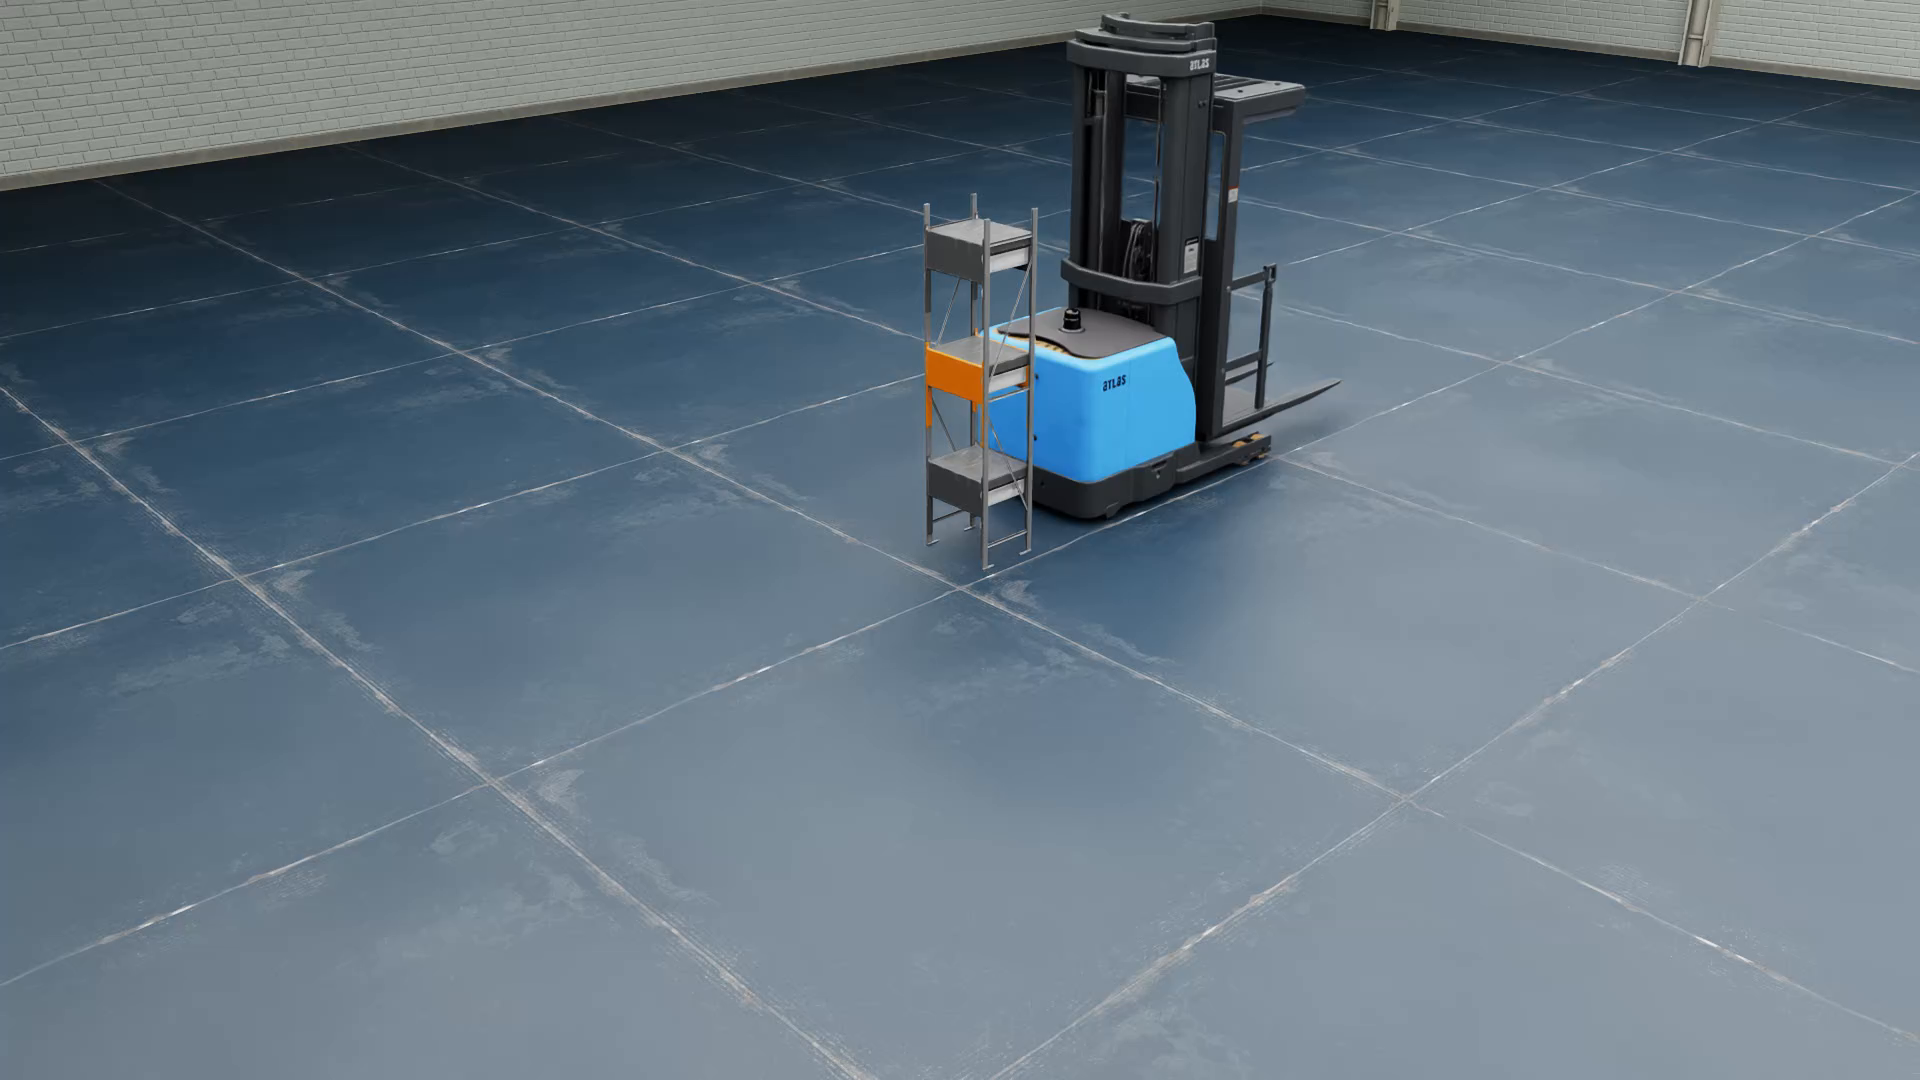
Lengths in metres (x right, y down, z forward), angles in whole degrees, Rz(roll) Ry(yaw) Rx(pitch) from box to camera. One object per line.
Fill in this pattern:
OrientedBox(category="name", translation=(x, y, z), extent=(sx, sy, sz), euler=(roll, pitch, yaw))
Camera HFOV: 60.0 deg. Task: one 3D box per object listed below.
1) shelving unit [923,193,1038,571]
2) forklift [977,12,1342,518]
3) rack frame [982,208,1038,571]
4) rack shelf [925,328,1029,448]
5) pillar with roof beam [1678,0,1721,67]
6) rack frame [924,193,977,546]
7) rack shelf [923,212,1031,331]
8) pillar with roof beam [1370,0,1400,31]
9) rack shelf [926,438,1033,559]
OrientedBox(category="shelving unit", translation=(0.113, -0.905, 9.704), extent=(0.431, 2.100, 0.503), euler=(-21, 32, -38))
OrientedBox(category="forklift", translation=(1.509, -1.977, 11.053), extent=(3.031, 2.935, 1.130), euler=(-22, 32, -39))
OrientedBox(category="rack frame", translation=(0.280, -0.831, 9.542), extent=(0.400, 2.100, 0.015), euler=(-21, 32, -38))
OrientedBox(category="rack shelf", translation=(0.113, -0.893, 9.710), extent=(0.431, 0.518, 0.480), euler=(-21, 32, -38))
OrientedBox(category="pillar with roof beam", translation=(8.948, -10.702, 22.866), extent=(9.100, 9.000, 0.400), euler=(-21, 32, -38))
OrientedBox(category="rack frame", translation=(-0.054, -0.979, 9.866), extent=(0.400, 2.100, 0.015), euler=(-21, 32, -38))
OrientedBox(category="rack shelf", translation=(0.113, -1.530, 9.419), extent=(0.431, 0.518, 0.480), euler=(-21, 32, -38))
OrientedBox(category="pillar with roof beam", translation=(4.847, -12.519, 26.851), extent=(9.100, 9.000, 0.400), euler=(-21, 32, -38))
OrientedBox(category="rack shelf", translation=(0.113, -0.256, 10.000), extent=(0.431, 0.518, 0.480), euler=(-21, 32, -38))
